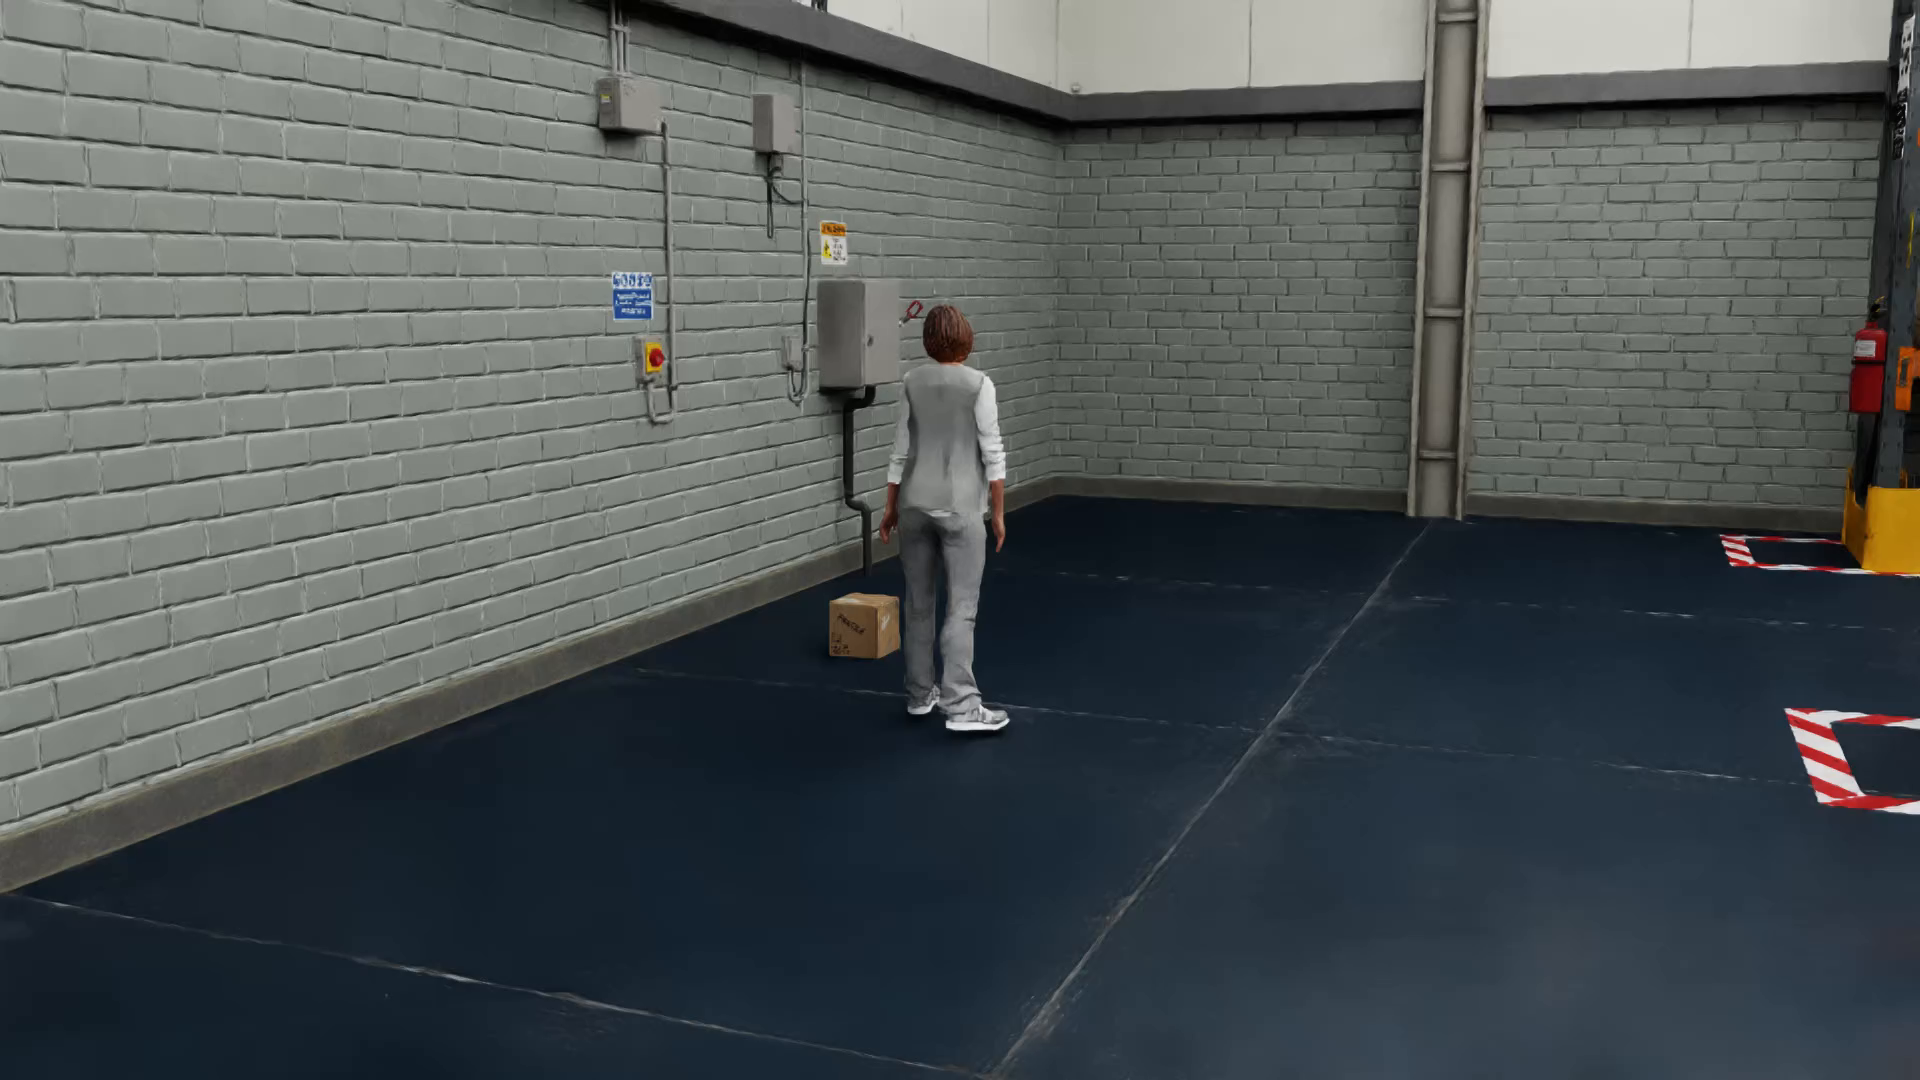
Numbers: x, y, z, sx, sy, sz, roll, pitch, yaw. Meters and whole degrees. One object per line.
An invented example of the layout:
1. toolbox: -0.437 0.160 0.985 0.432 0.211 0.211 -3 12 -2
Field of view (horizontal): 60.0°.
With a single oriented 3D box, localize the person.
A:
1. person: -0.047 -0.092 6.333 0.519 1.594 0.456 3 9 20
